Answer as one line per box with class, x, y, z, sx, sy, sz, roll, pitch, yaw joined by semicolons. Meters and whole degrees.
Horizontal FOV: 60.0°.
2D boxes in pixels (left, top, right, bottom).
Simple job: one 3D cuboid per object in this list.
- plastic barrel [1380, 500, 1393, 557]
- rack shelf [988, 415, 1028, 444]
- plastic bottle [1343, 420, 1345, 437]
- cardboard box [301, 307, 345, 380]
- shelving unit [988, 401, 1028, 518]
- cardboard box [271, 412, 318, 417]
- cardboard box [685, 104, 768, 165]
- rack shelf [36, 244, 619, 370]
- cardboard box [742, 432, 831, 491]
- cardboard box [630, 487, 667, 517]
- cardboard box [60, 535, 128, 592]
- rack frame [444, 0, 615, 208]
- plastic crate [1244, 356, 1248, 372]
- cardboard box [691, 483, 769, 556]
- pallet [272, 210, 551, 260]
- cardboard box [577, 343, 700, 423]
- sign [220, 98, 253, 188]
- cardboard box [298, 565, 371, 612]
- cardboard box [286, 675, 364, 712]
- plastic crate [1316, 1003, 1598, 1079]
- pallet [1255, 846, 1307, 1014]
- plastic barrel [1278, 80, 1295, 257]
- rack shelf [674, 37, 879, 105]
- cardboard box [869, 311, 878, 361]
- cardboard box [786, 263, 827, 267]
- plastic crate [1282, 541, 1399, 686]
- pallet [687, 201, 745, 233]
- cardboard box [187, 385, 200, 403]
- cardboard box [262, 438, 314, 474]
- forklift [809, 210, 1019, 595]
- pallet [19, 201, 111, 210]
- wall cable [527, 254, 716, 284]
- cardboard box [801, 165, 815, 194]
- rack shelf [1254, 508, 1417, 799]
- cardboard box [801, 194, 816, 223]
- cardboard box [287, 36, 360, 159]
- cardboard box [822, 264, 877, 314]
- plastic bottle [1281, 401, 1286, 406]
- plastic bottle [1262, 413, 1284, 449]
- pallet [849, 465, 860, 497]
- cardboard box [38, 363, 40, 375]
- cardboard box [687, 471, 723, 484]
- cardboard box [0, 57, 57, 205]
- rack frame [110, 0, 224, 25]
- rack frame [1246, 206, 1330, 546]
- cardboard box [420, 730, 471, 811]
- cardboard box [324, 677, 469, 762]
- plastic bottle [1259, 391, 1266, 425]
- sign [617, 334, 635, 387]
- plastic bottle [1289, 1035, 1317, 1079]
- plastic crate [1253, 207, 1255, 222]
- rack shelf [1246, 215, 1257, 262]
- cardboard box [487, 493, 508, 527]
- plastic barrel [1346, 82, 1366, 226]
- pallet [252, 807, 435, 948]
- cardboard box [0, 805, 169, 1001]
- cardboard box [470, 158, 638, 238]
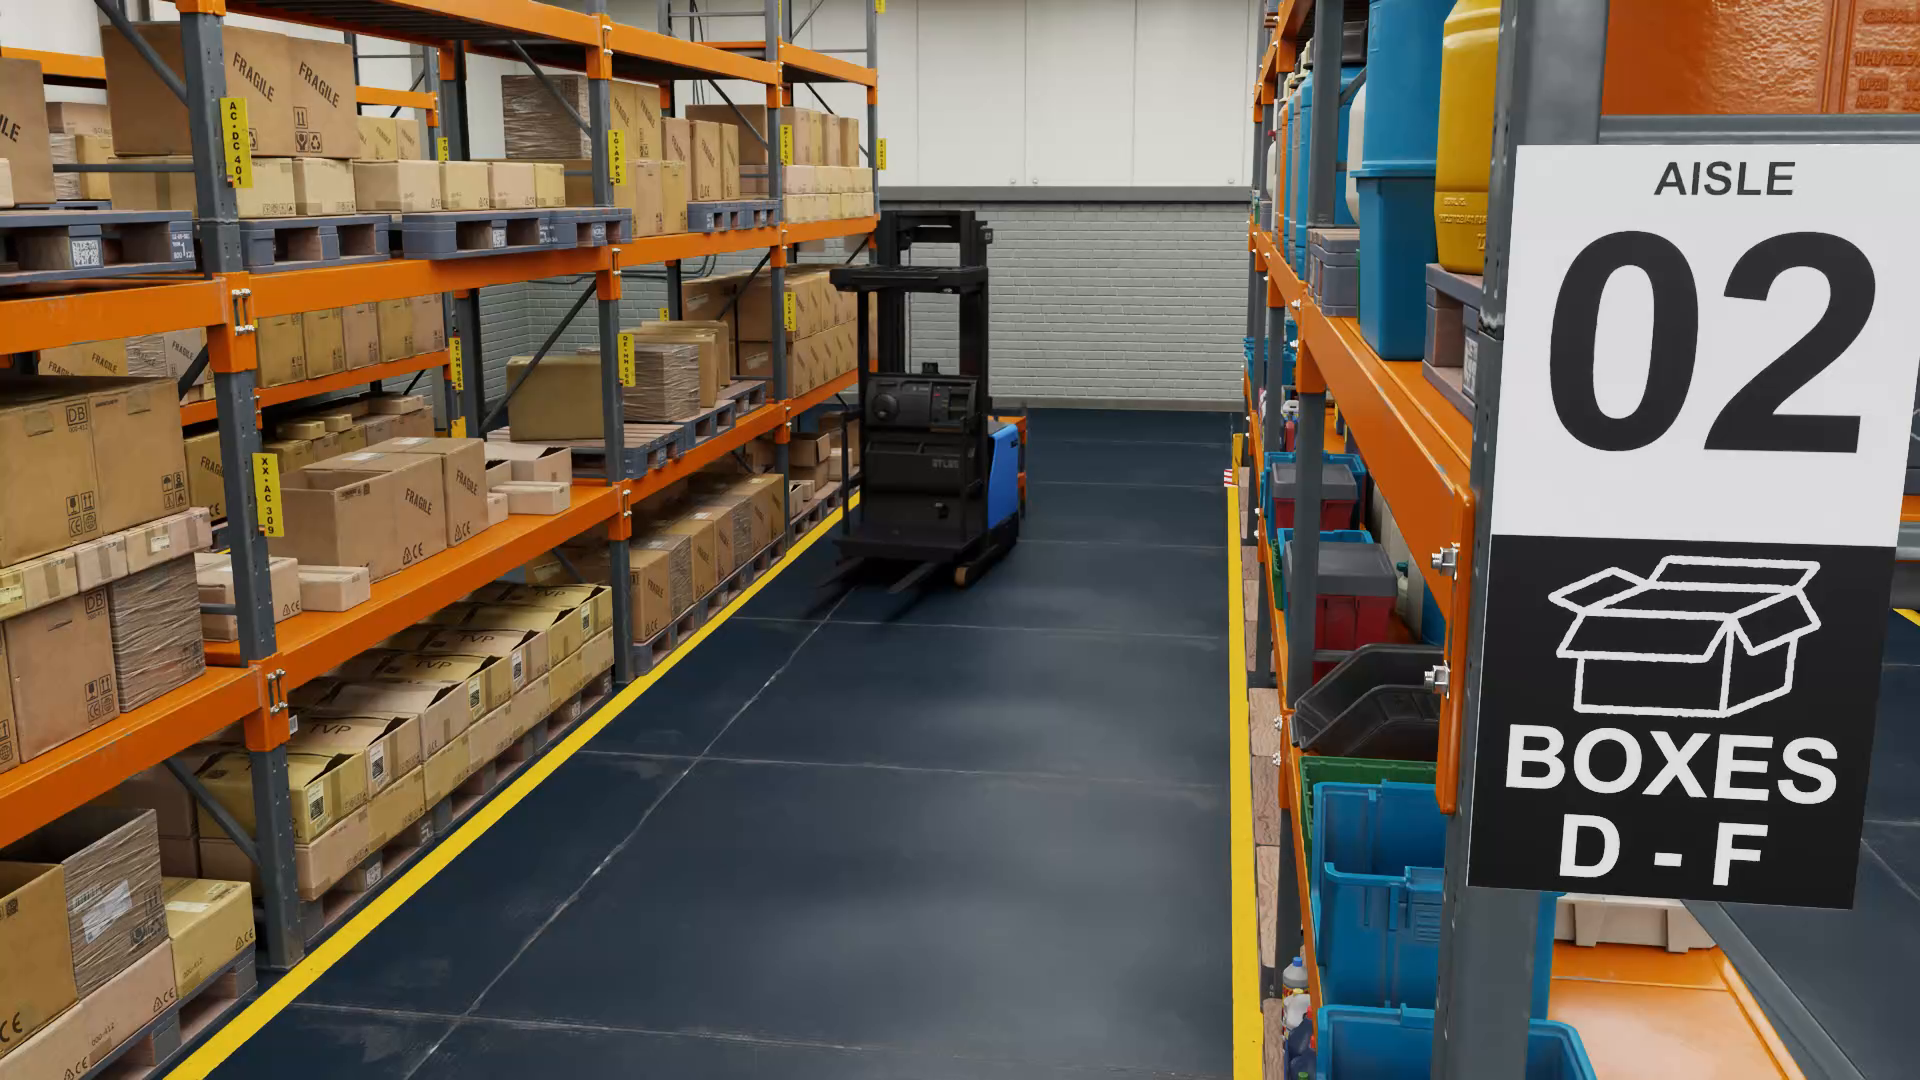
plastic barrel;2.211;-0.069;7.871;0.433;0.535;0.433;0;12;0
rack shelf;0.245;-0.965;15.412;0.538;0.278;1.000;4;13;16
plastic bottle;2.897;-0.897;12.340;0.097;0.271;0.097;0;12;0
cardboard box;-6.673;-1.965;16.279;0.980;0.700;0.700;2;12;7
shelving unit;0.245;-0.679;15.473;0.538;1.125;1.048;4;13;16
cardboard box;-6.734;-1.200;16.840;0.380;0.149;0.250;2;12;9
cardboard box;-1.958;-3.501;14.387;0.700;0.500;0.500;2;12;9
rack shelf;-2.918;-1.260;8.307;1.077;0.370;4.000;2;12;9
cardboard box;-1.711;-0.780;16.375;0.797;0.503;0.637;2;12;9
cardboard box;-2.541;-0.349;12.600;0.500;0.250;0.500;2;12;8
cardboard box;-3.134;0.075;5.750;0.380;0.149;0.250;2;12;7
rack frame;-2.611;-3.494;9.848;1.000;3.000;0.127;2;12;9
plastic crate;2.915;-1.720;16.338;0.250;0.136;0.298;2;12;9
cardboard box;-1.872;-0.173;13.564;0.500;0.500;0.500;2;12;9
pallet;-2.796;-1.559;8.434;1.003;0.211;1.213;2;12;11
cardboard box;-2.296;-1.135;11.905;0.700;0.500;0.500;4;13;19
sign;-2.677;-1.469;6.155;0.100;0.325;0.005;2;12;9
cardboard box;-2.887;0.216;7.467;0.380;0.149;0.250;2;12;9
cardboard box;-3.294;0.830;8.222;0.500;0.311;0.500;2;12;8
plastic crate;0.940;1.089;3.174;0.499;0.251;0.408;2;12;9
pallet;1.751;1.631;6.926;1.003;0.211;1.213;2;12;9
plastic barrel;1.842;-1.777;7.978;0.600;0.830;0.708;2;12;9
rack shelf;-1.688;-4.390;15.719;1.077;0.370;4.000;2;12;9
cardboard box;-1.180;-2.174;17.723;0.500;0.500;0.500;2;12;10
cardboard box;-1.709;-2.681;17.702;0.500;0.500;0.500;2;12;10
plastic crate;1.440;0.290;6.374;0.402;0.464;0.583;2;12;9
pallet;-2.321;-2.419;12.425;1.213;0.211;1.003;2;12;9
cardboard box;-6.763;-1.256;14.249;0.380;0.149;0.250;2;12;10
cardboard box;-6.674;-0.690;16.010;0.700;0.500;0.500;2;12;9
forklift;-0.375;-1.149;13.369;1.130;2.935;3.031;4;13;16
pallet;-7.290;-2.464;12.635;1.003;0.211;1.213;2;12;11
wall cable;-5.052;-4.967;24.053;3.097;2.526;0.112;2;12;9
cardboard box;-1.600;-3.229;14.906;0.500;0.250;0.500;2;12;9
rack shelf;1.976;0.368;7.875;1.077;0.370;4.000;2;12;9
cardboard box;-1.595;-2.984;14.958;0.500;0.250;0.500;2;12;9
cardboard box;-3.027;-1.940;7.336;0.500;0.500;0.500;3;13;14
cardboard box;-1.177;-2.663;17.620;0.500;0.500;0.500;2;12;8
plastic bottle;2.521;-0.976;12.872;0.097;0.201;0.097;0;12;0
plastic bottle;2.214;-0.810;11.750;0.144;0.351;0.185;2;12;9
pallet;-1.513;-0.682;17.657;1.003;0.211;1.213;2;12;9
cardboard box;-7.088;-1.127;12.112;0.500;0.500;0.500;2;12;11
cardboard box;-2.310;-0.295;14.130;0.500;0.500;0.500;1;12;6
cardboard box;-3.564;-1.422;5.783;0.500;0.500;0.500;3;13;13
rack frame;-6.891;-4.487;14.452;1.000;3.000;0.127;2;12;9
rack frame;2.899;-1.233;13.595;1.000;3.000;0.127;2;12;9
cardboard box;-2.762;1.120;8.208;0.500;0.250;0.500;1;12;7
cardboard box;-2.755;0.846;8.147;0.500;0.311;0.500;1;12;7
plastic bottle;2.395;-1.012;12.865;0.152;0.276;0.135;2;12;9
sign;-2.062;-1.110;10.277;0.100;0.325;0.005;2;12;9
plastic bottle;1.105;1.706;5.201;0.144;0.351;0.185;1;12;6
plastic crate;2.718;-2.848;14.592;0.293;0.136;0.466;2;12;9
rack shelf;3.206;-2.764;15.287;1.077;0.370;4.000;2;12;9
cardboard box;-2.751;-0.172;9.266;0.380;0.149;0.250;3;12;13
plastic barrel;1.408;-1.211;5.109;0.421;0.512;0.421;0;12;0
pallet;-3.151;1.479;7.627;1.003;0.211;1.213;2;12;9
cardboard box;-3.169;1.251;5.820;0.500;0.500;0.500;2;12;9
cardboard box;-2.577;-2.169;10.579;0.910;0.500;0.500;2;12;9
